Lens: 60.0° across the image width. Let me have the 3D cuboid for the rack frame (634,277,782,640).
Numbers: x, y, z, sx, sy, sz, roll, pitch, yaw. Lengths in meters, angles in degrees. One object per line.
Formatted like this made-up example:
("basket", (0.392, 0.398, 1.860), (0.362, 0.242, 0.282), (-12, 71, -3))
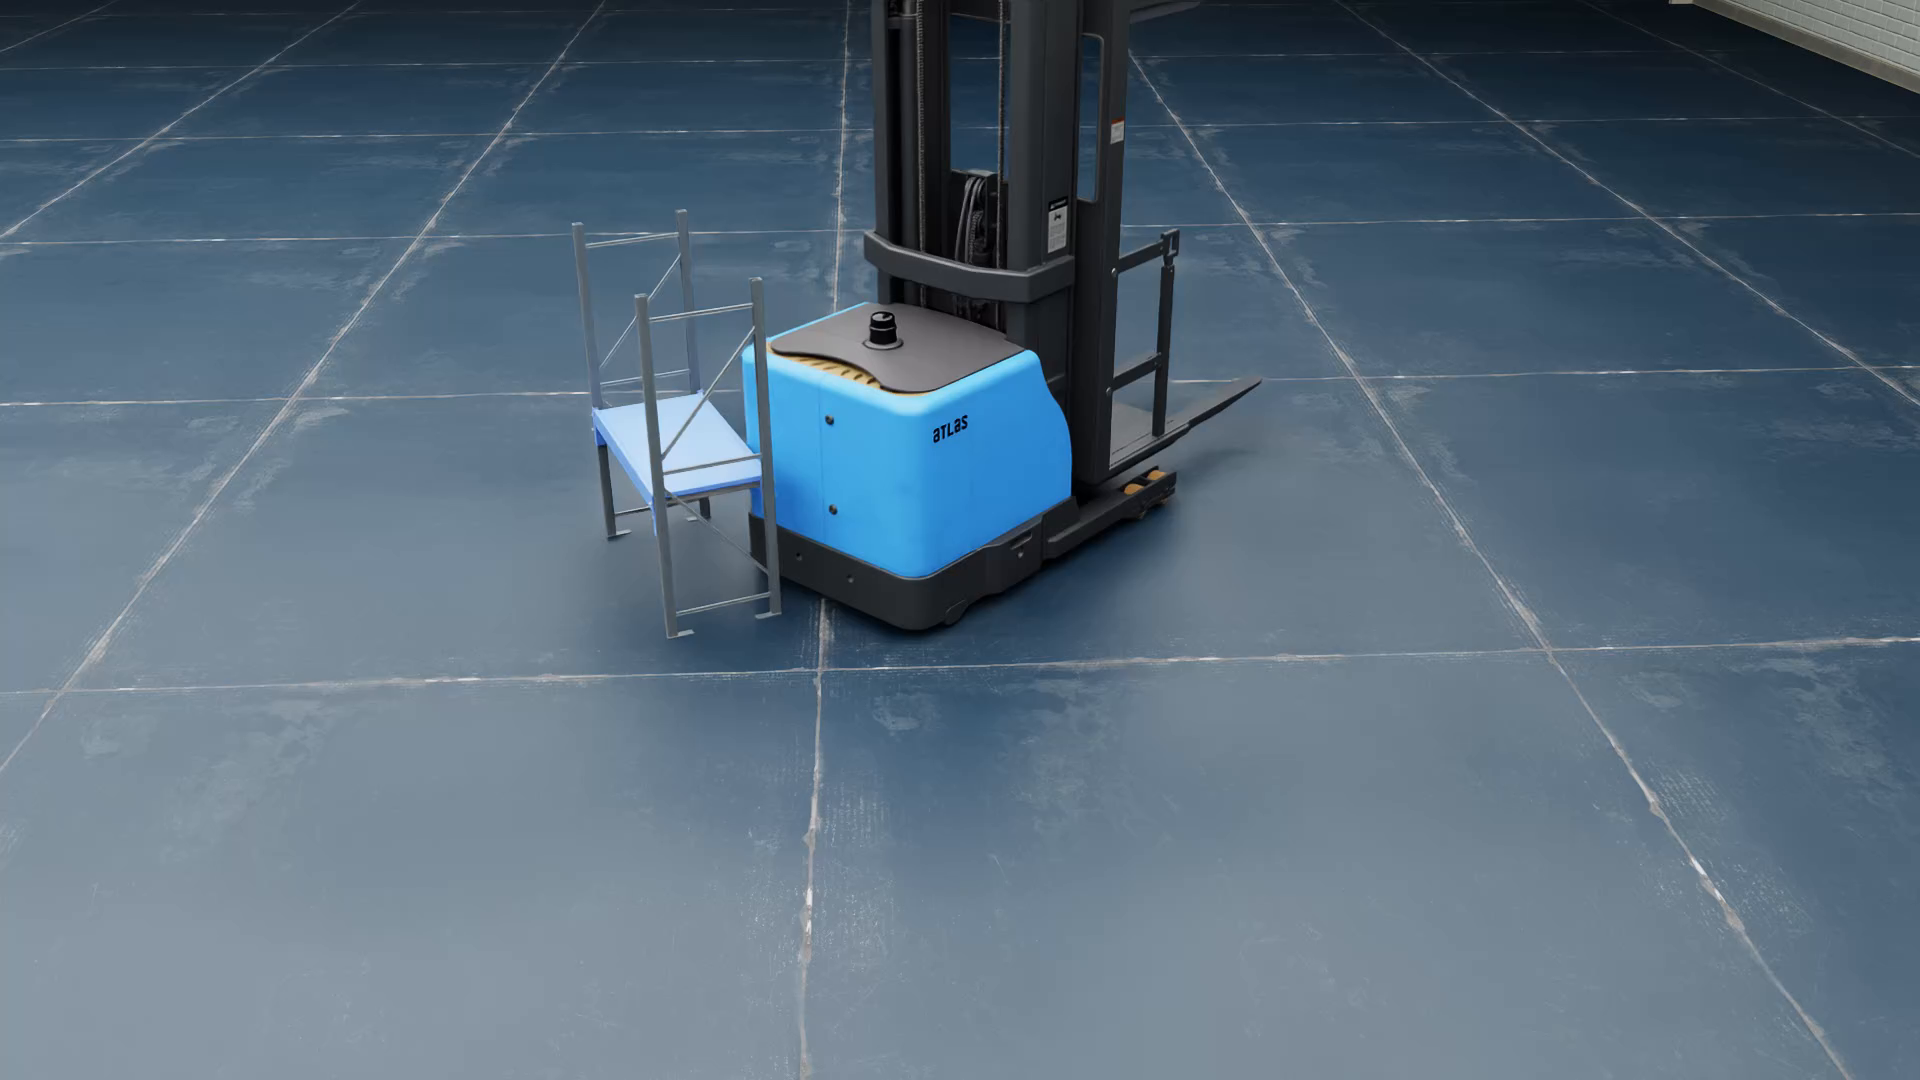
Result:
("rack frame", (-0.998, -0.302, 6.706), (0.500, 1.500, 0.032), (-12, 30, -22))

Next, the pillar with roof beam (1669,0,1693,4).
("pillar with roof beam", (4.520, -10.532, 18.211), (9.100, 9.000, 0.400), (-1, 28, -3))

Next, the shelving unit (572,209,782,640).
("shelving unit", (-1.211, -0.515, 7.116), (0.538, 1.500, 1.048), (-12, 30, -22))

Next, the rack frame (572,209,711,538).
("rack frame", (-1.425, -0.728, 7.525), (0.500, 1.500, 0.032), (-12, 30, -22))

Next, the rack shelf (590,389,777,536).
("rack shelf", (-1.211, -0.356, 7.199), (0.538, 0.185, 1.000), (-12, 30, -22))

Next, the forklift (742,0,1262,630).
("forklift", (0.397, -1.534, 7.522), (1.130, 2.935, 3.031), (21, 34, 35))
